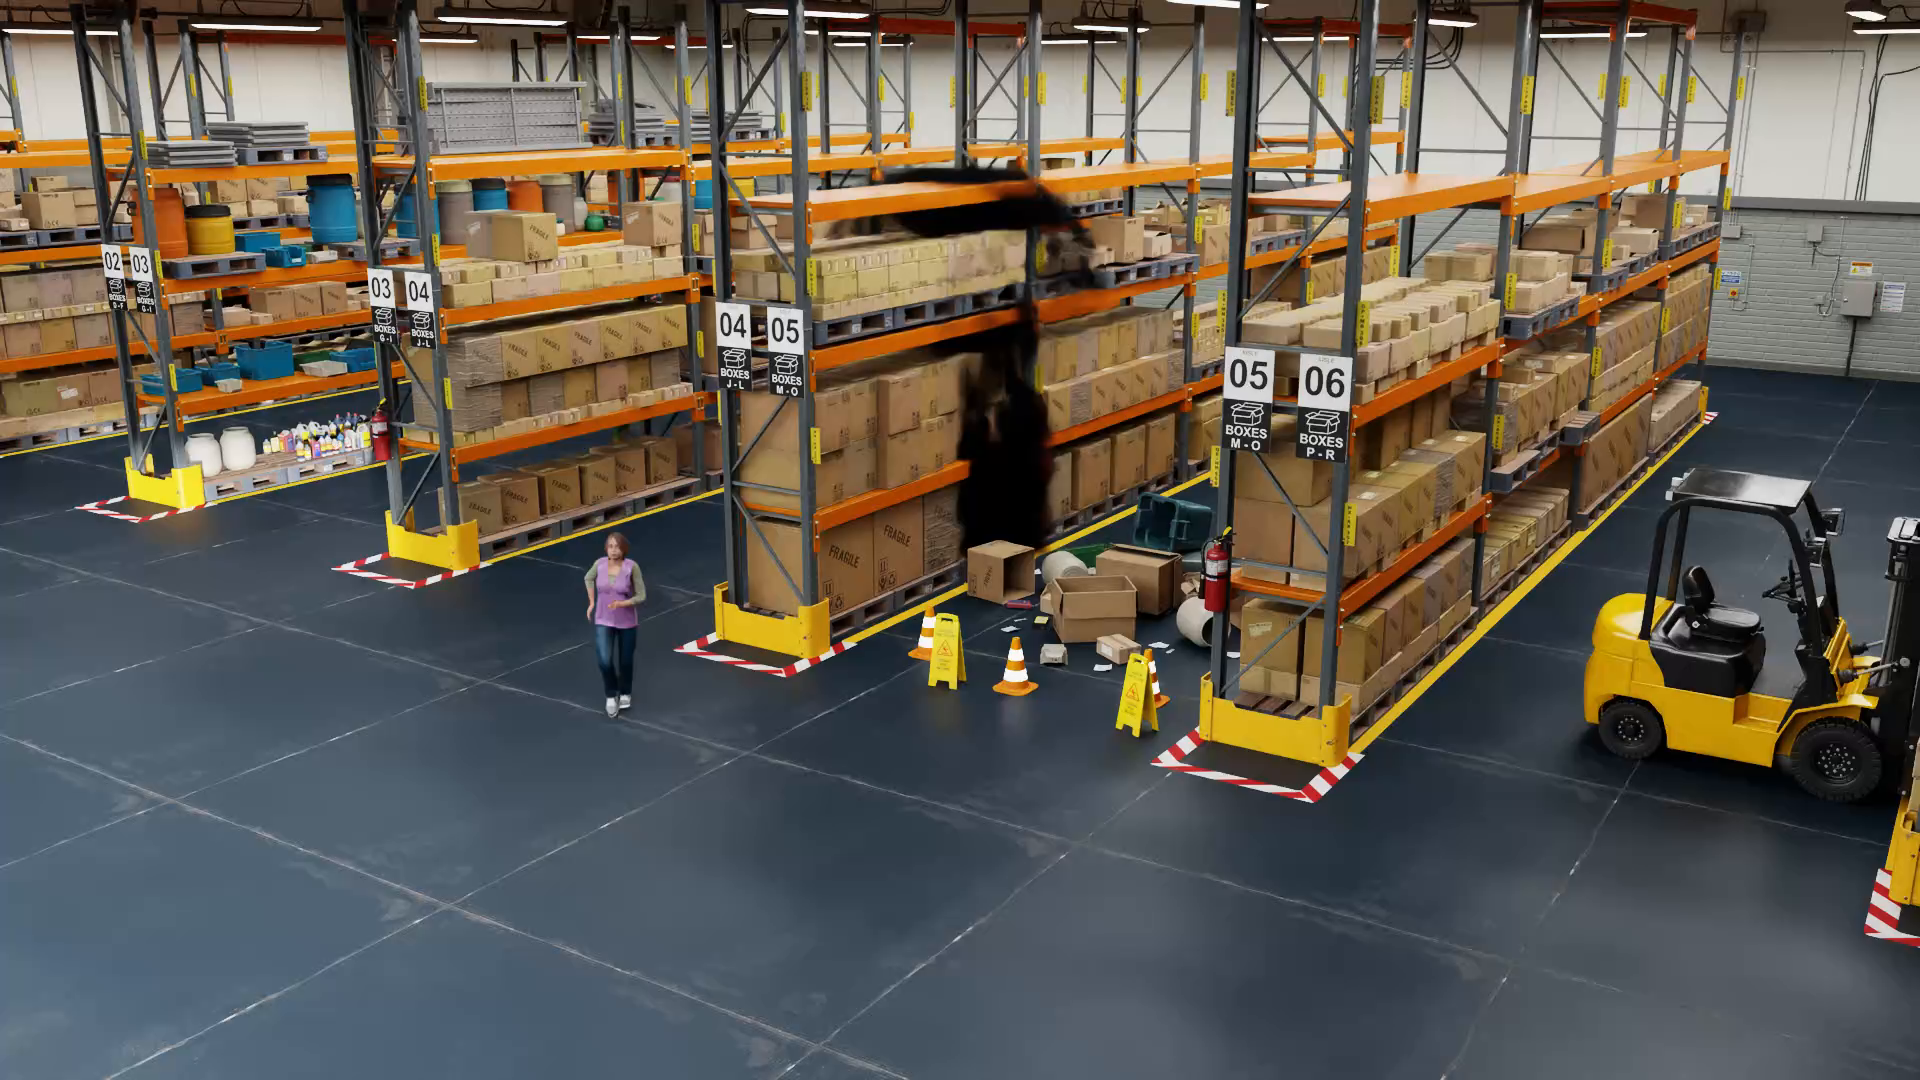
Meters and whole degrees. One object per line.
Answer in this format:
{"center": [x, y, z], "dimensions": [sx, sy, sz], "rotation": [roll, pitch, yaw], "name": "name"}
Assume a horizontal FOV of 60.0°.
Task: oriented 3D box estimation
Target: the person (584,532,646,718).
{"center": [-2.832, 0.705, 13.701], "dimensions": [0.515, 1.579, 0.622], "rotation": [-2, 16, -7], "name": "person"}

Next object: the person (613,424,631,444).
{"center": [-4.979, -2.258, 23.984], "dimensions": [0.681, 1.853, 0.795], "rotation": [5, 16, 18], "name": "person"}
